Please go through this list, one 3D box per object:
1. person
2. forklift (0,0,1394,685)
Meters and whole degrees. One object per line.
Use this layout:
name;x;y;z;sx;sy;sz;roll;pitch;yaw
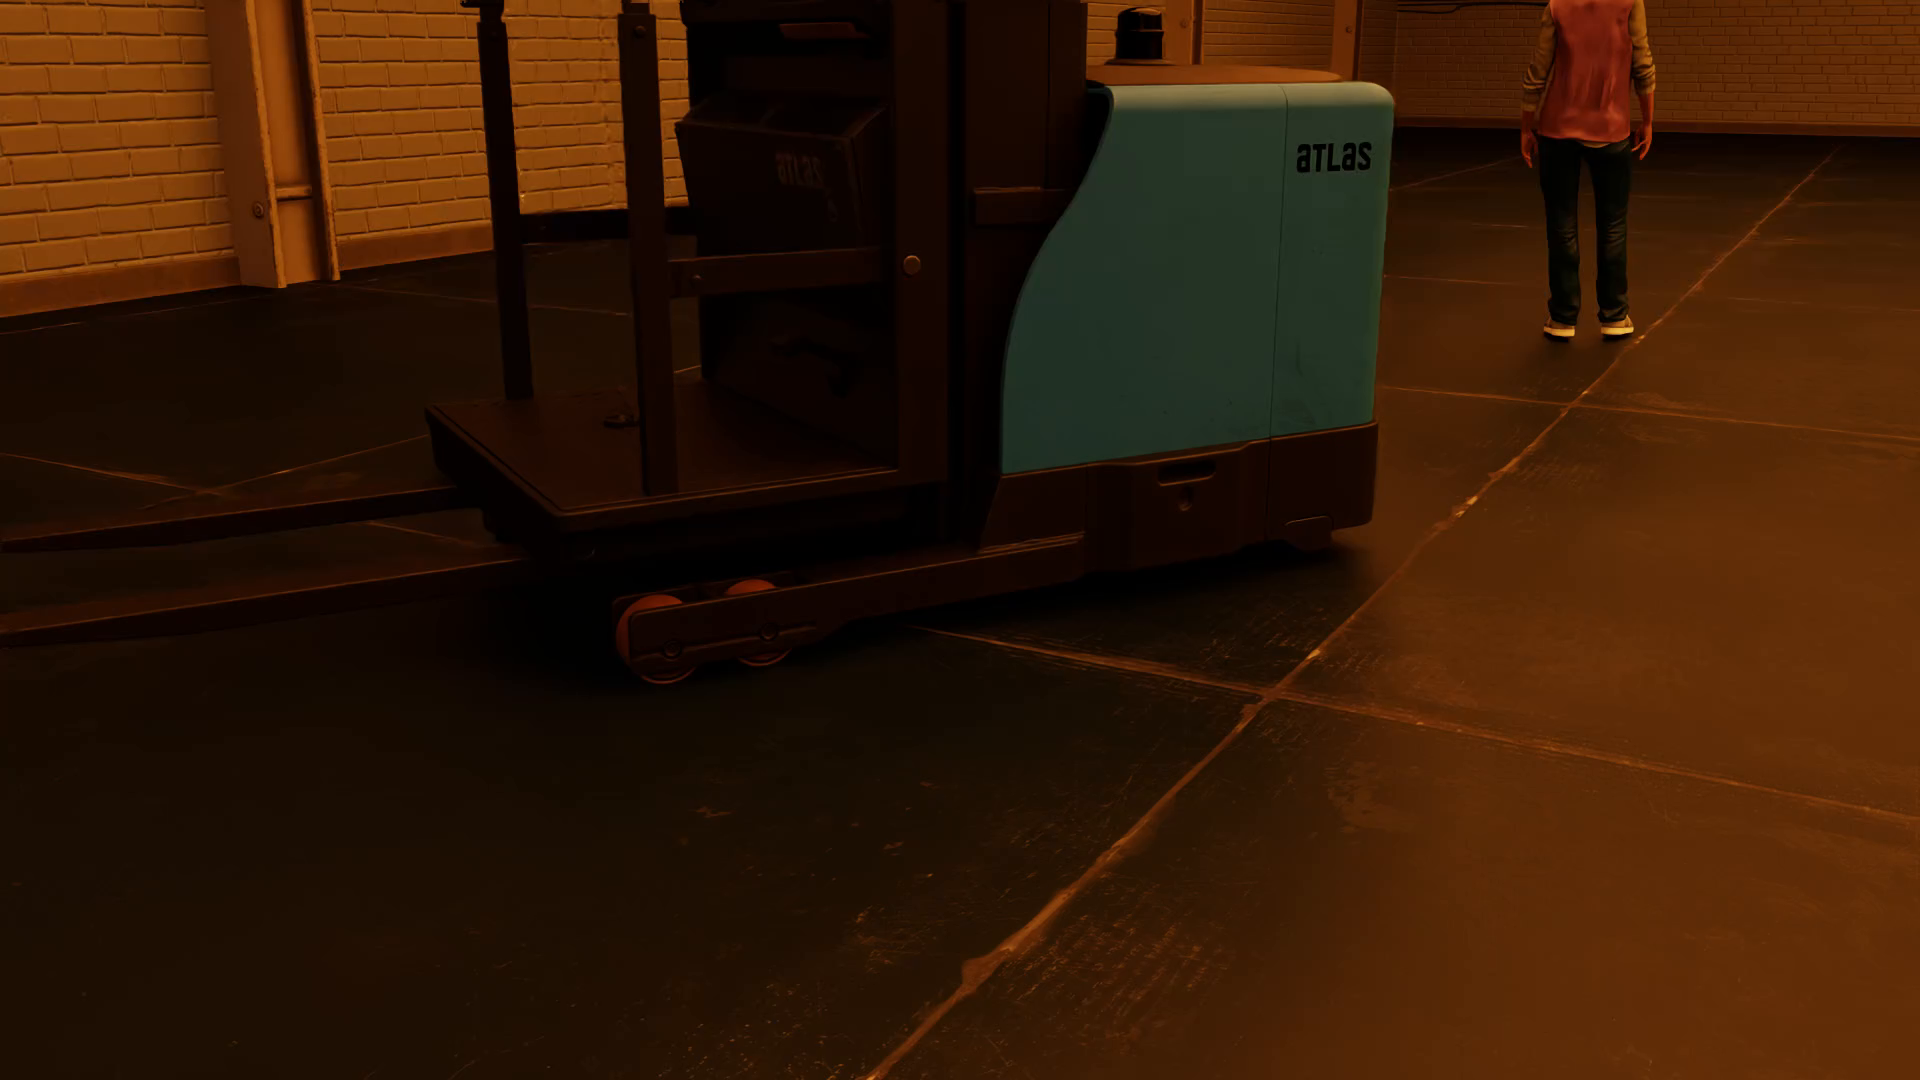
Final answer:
person;2.509;-1.611;6.659;0.520;1.596;0.475;6;17;19
forklift;-0.558;-1.305;3.283;3.031;2.935;1.130;-9;19;-28
